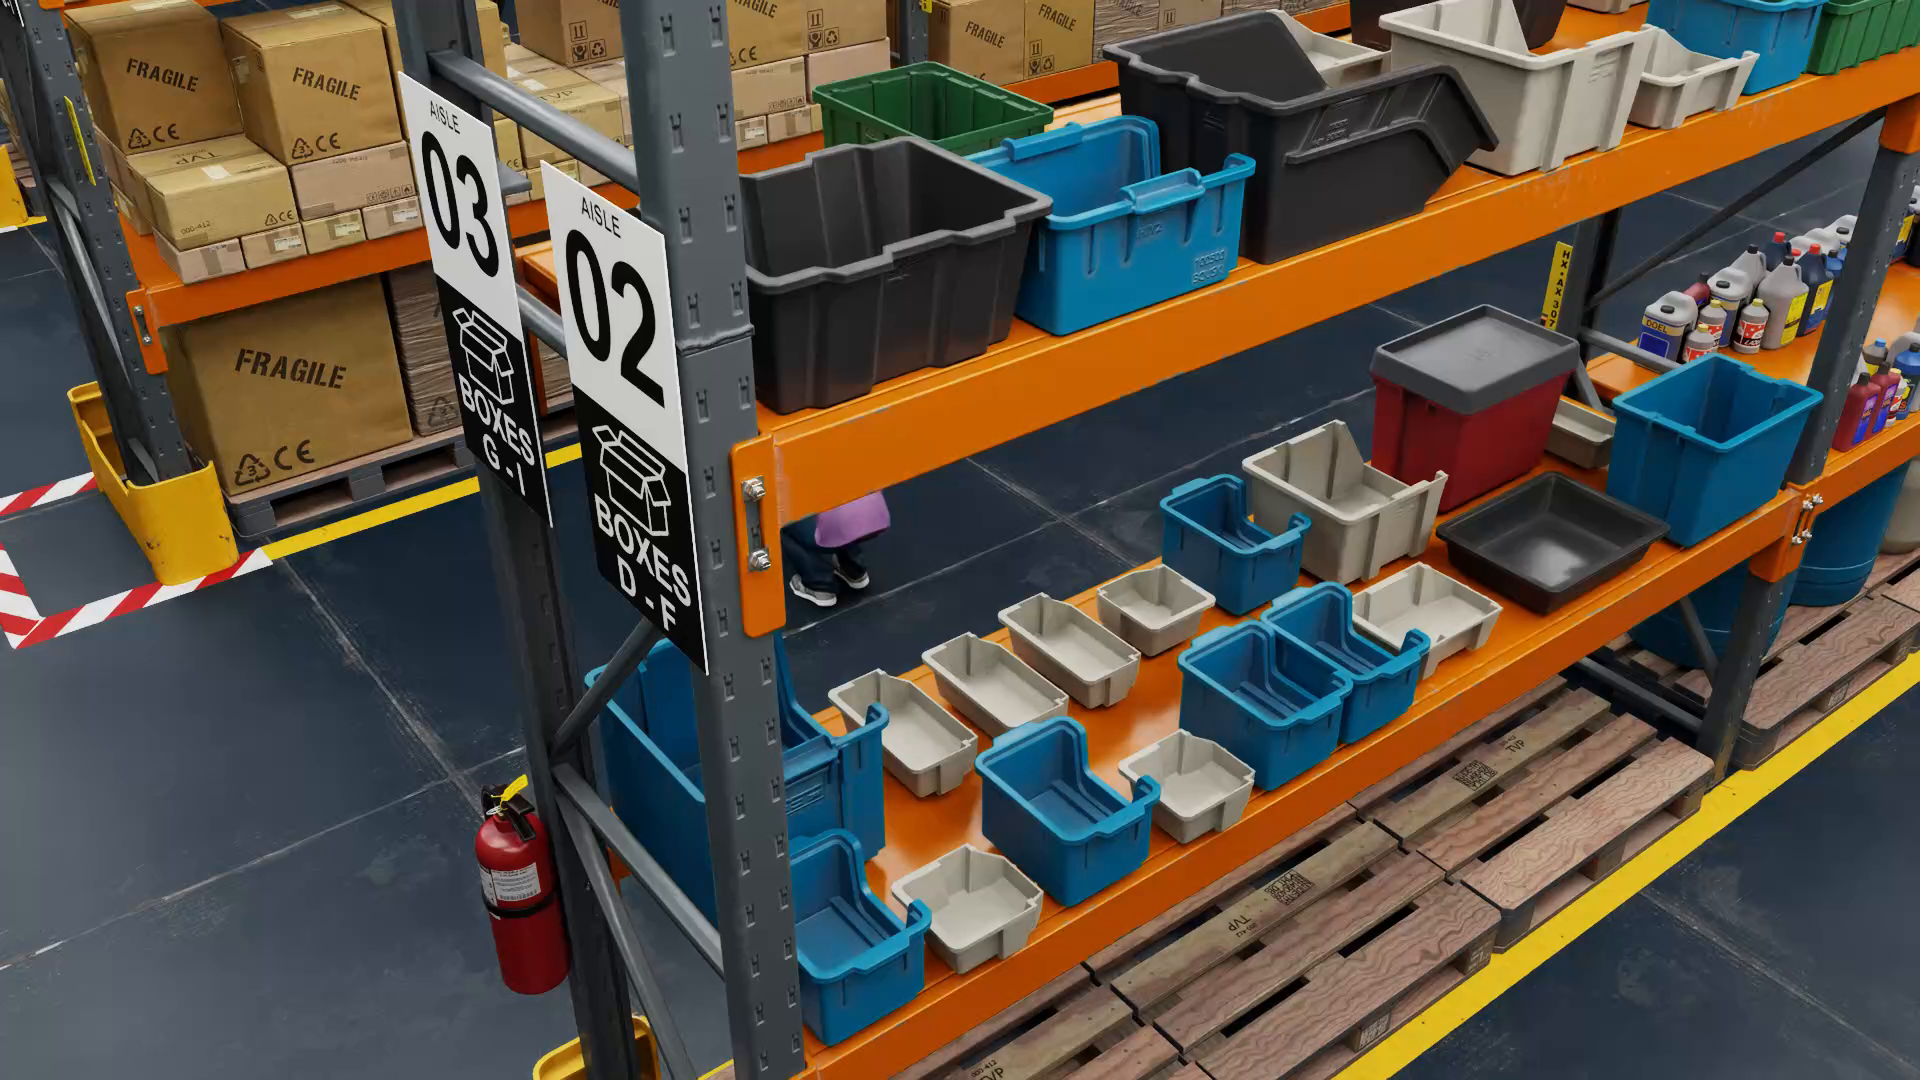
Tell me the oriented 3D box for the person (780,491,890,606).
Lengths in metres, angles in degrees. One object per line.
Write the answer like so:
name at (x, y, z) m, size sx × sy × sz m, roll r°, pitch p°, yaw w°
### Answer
person at (-0.631, -0.168, 7.157) m, size 0.431 × 0.796 × 0.802 m, roll -23°, pitch 39°, yaw -31°
